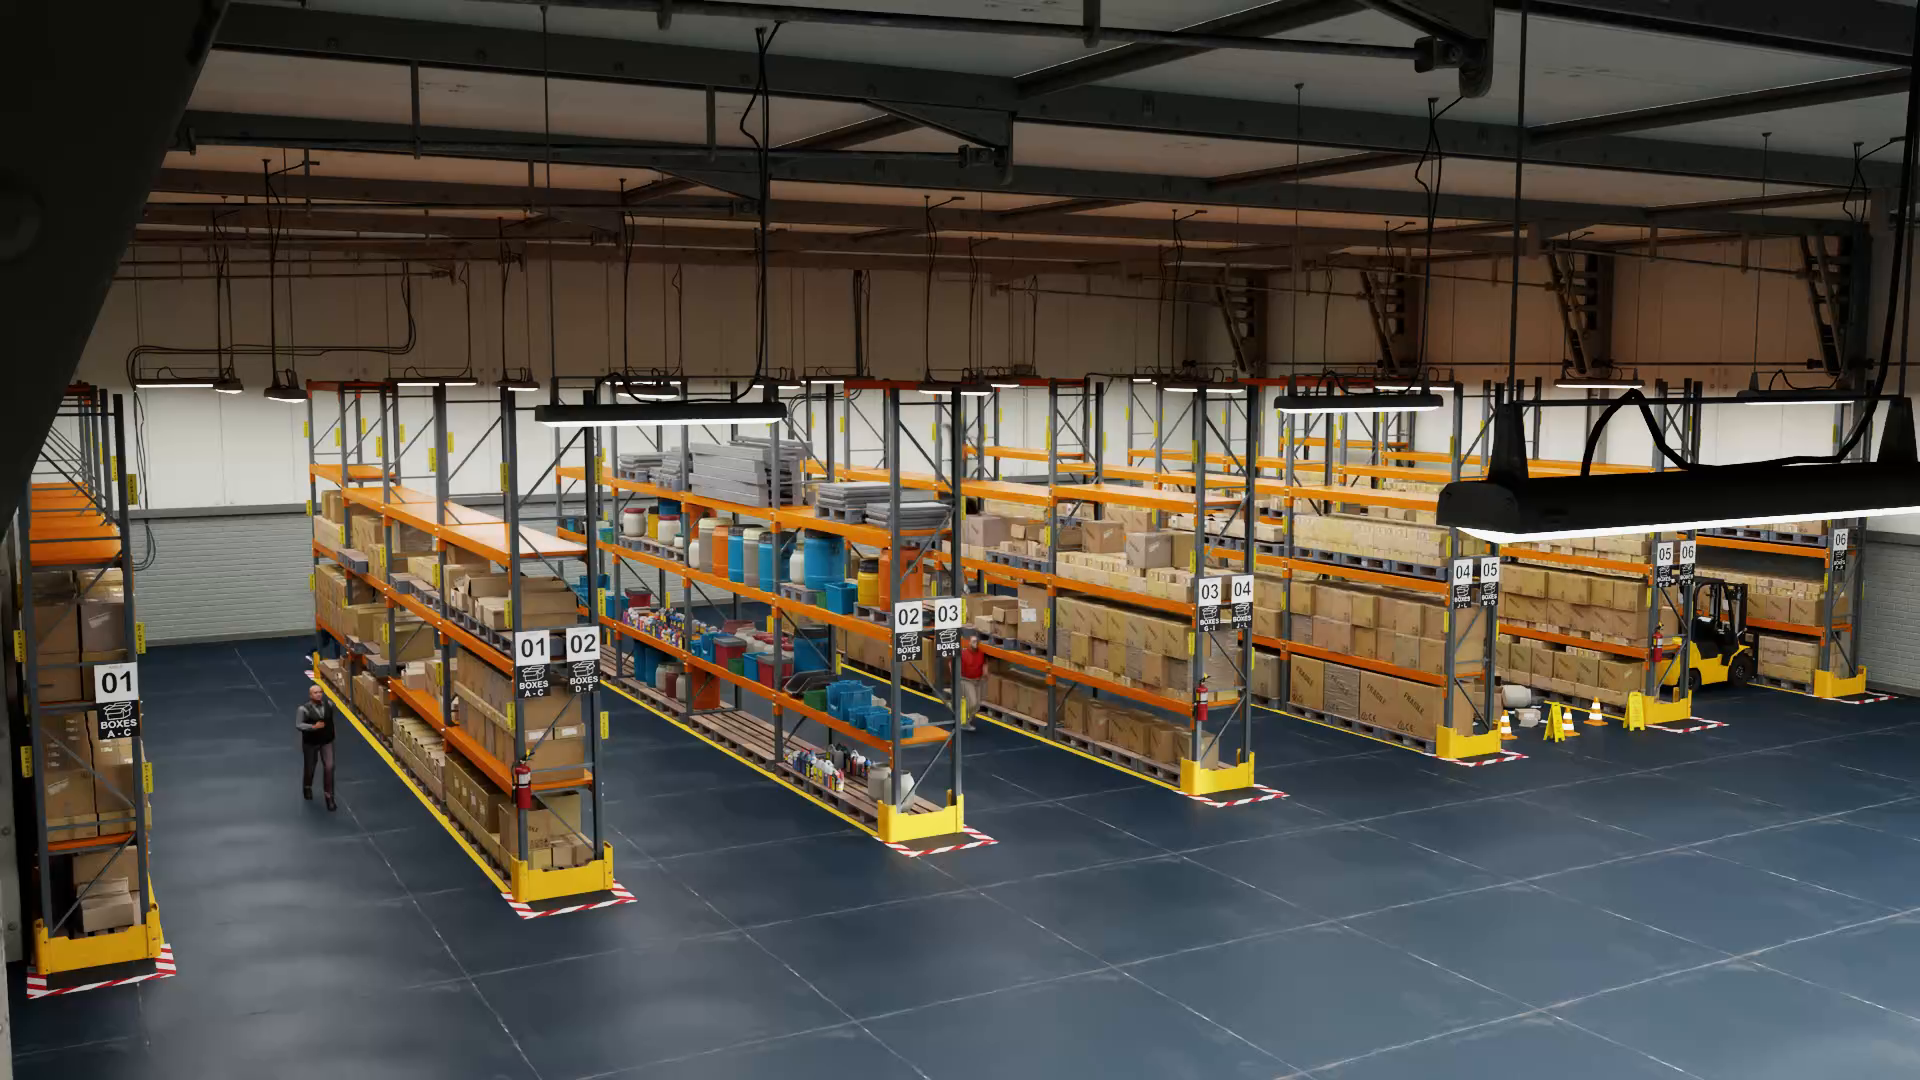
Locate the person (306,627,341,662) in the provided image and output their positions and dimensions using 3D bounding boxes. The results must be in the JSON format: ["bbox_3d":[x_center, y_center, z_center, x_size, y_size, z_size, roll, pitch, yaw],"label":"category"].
[{"bbox_3d":[-13.222,1.855,34.706,0.827,1.612,0.562,-3,7,-22],"label":"person"}]

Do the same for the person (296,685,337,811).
[{"bbox_3d":[-9.186,2.930,23.761,0.635,1.753,0.907,-5,8,-38],"label":"person"}]

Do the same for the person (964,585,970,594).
[{"bbox_3d":[-0.073,1.575,36.876,0.675,1.754,0.806,-3,7,-27],"label":"person"}]

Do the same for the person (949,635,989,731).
[{"bbox_3d":[0.216,2.461,28.479,0.651,1.671,0.671,-4,7,-36],"label":"person"}]
